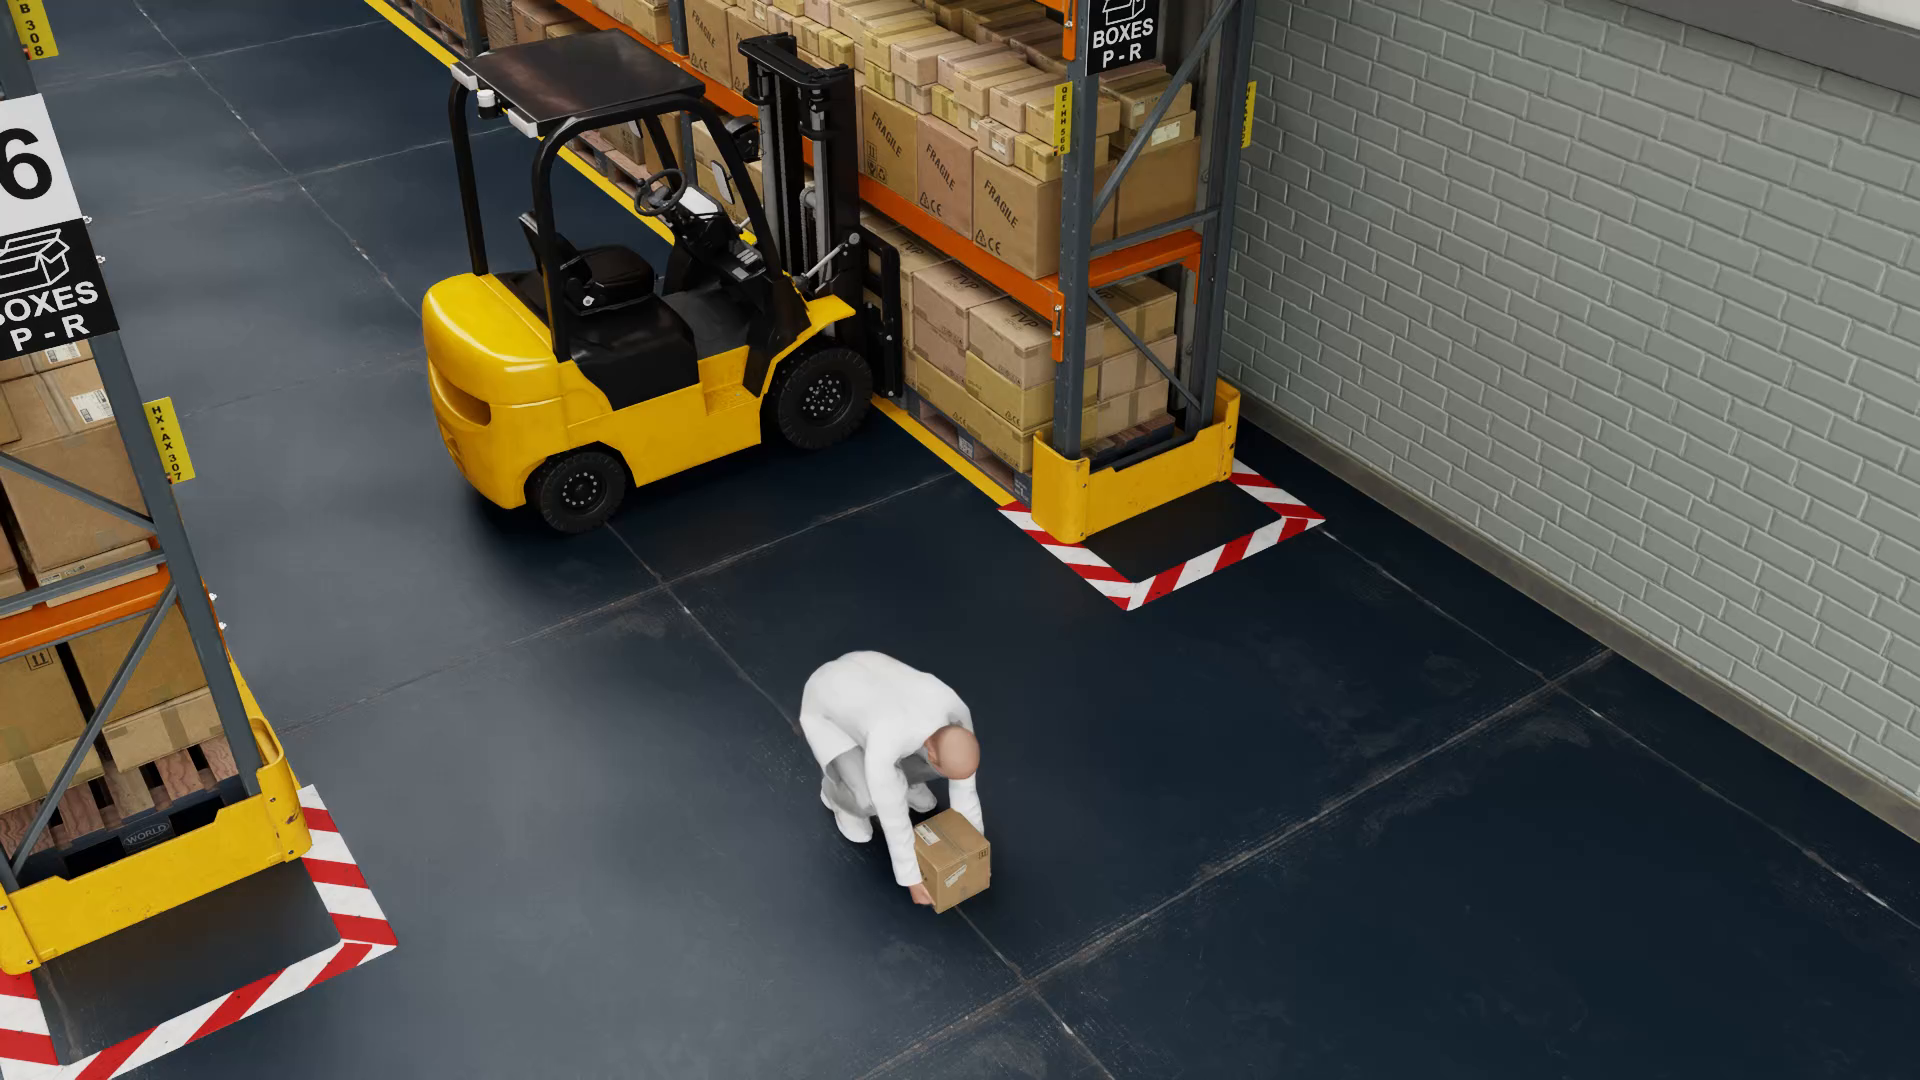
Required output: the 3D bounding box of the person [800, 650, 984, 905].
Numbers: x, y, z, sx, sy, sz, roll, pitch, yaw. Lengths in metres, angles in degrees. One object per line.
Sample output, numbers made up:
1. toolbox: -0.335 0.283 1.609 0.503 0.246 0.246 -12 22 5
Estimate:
1. person: -0.260 0.884 6.657 0.576 0.806 0.947 -23 42 -29
